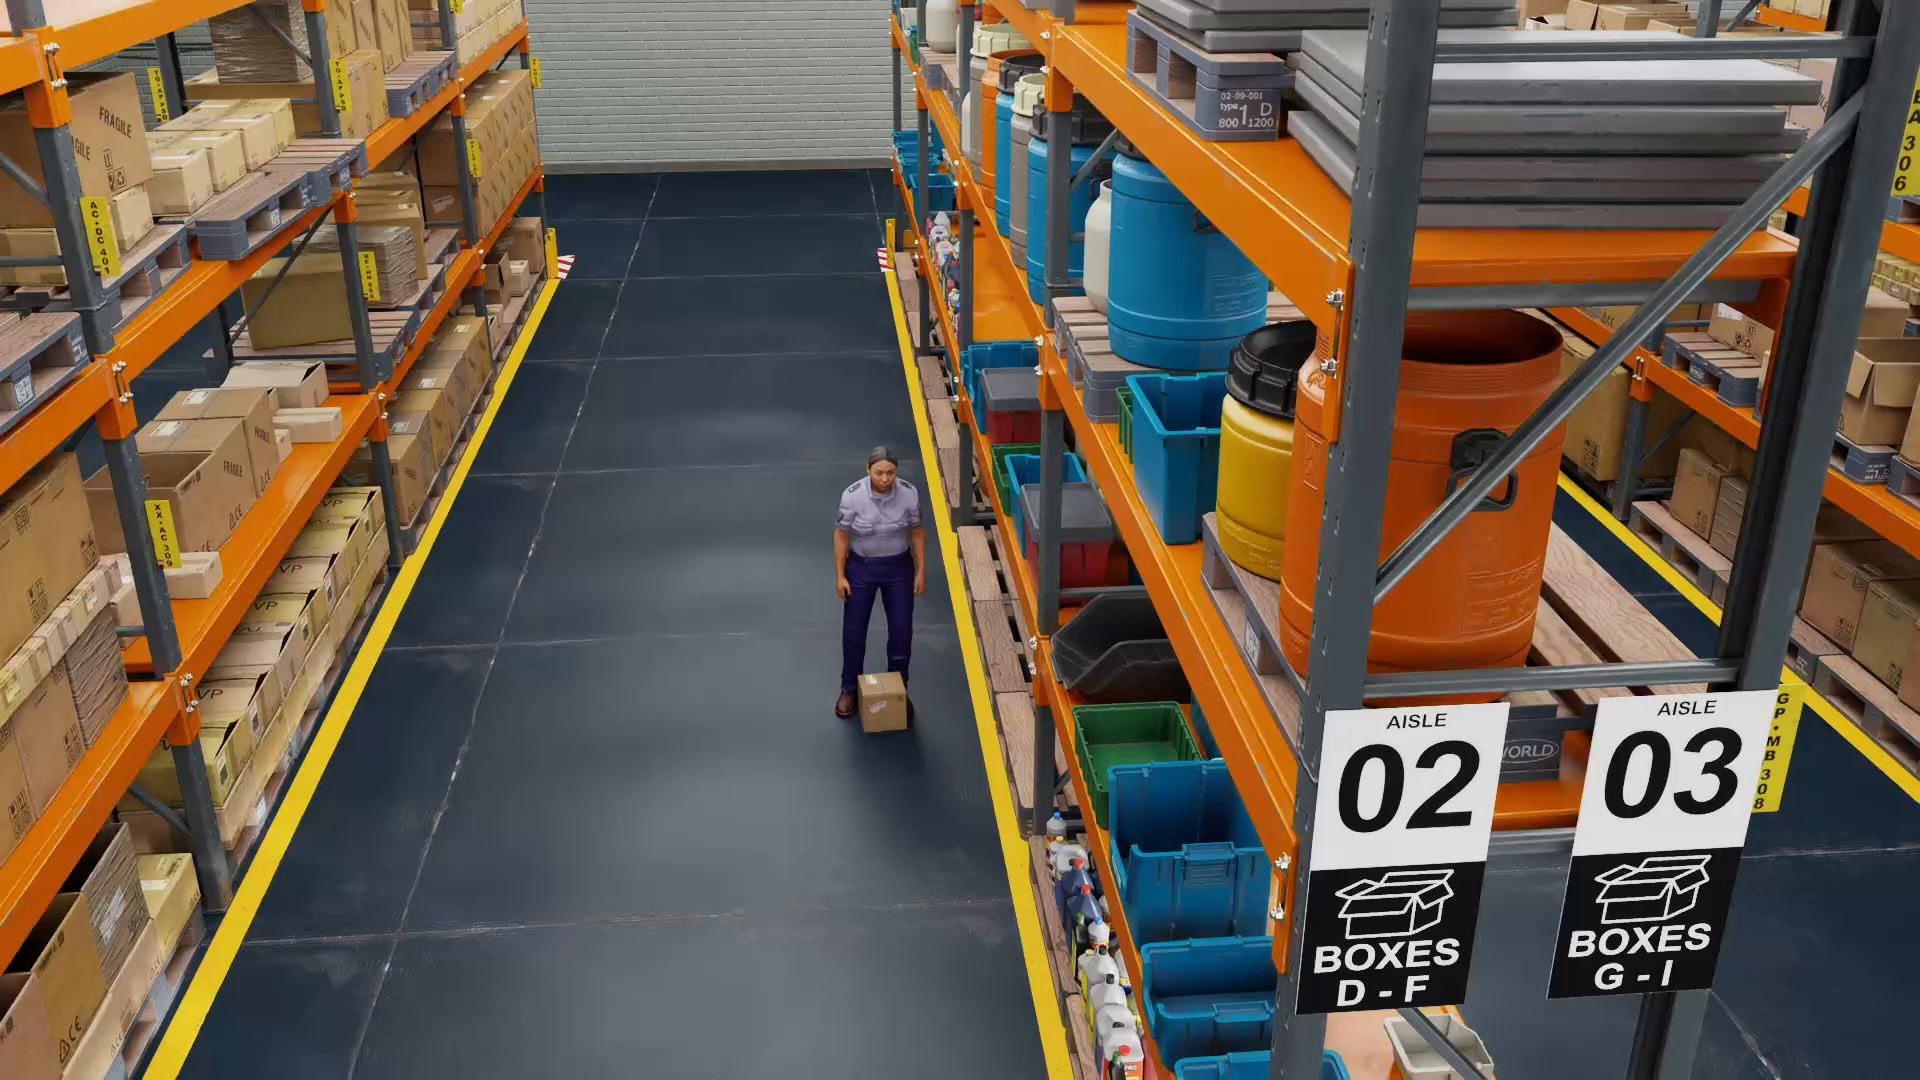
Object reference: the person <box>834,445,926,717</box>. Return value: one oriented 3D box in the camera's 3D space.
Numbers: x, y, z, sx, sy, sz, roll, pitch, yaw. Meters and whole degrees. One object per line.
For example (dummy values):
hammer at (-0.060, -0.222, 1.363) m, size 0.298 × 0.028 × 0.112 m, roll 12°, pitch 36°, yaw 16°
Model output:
person at (-0.471, 0.221, 9.611) m, size 0.564 × 1.652 × 0.420 m, roll -4°, pitch 24°, yaw -8°
